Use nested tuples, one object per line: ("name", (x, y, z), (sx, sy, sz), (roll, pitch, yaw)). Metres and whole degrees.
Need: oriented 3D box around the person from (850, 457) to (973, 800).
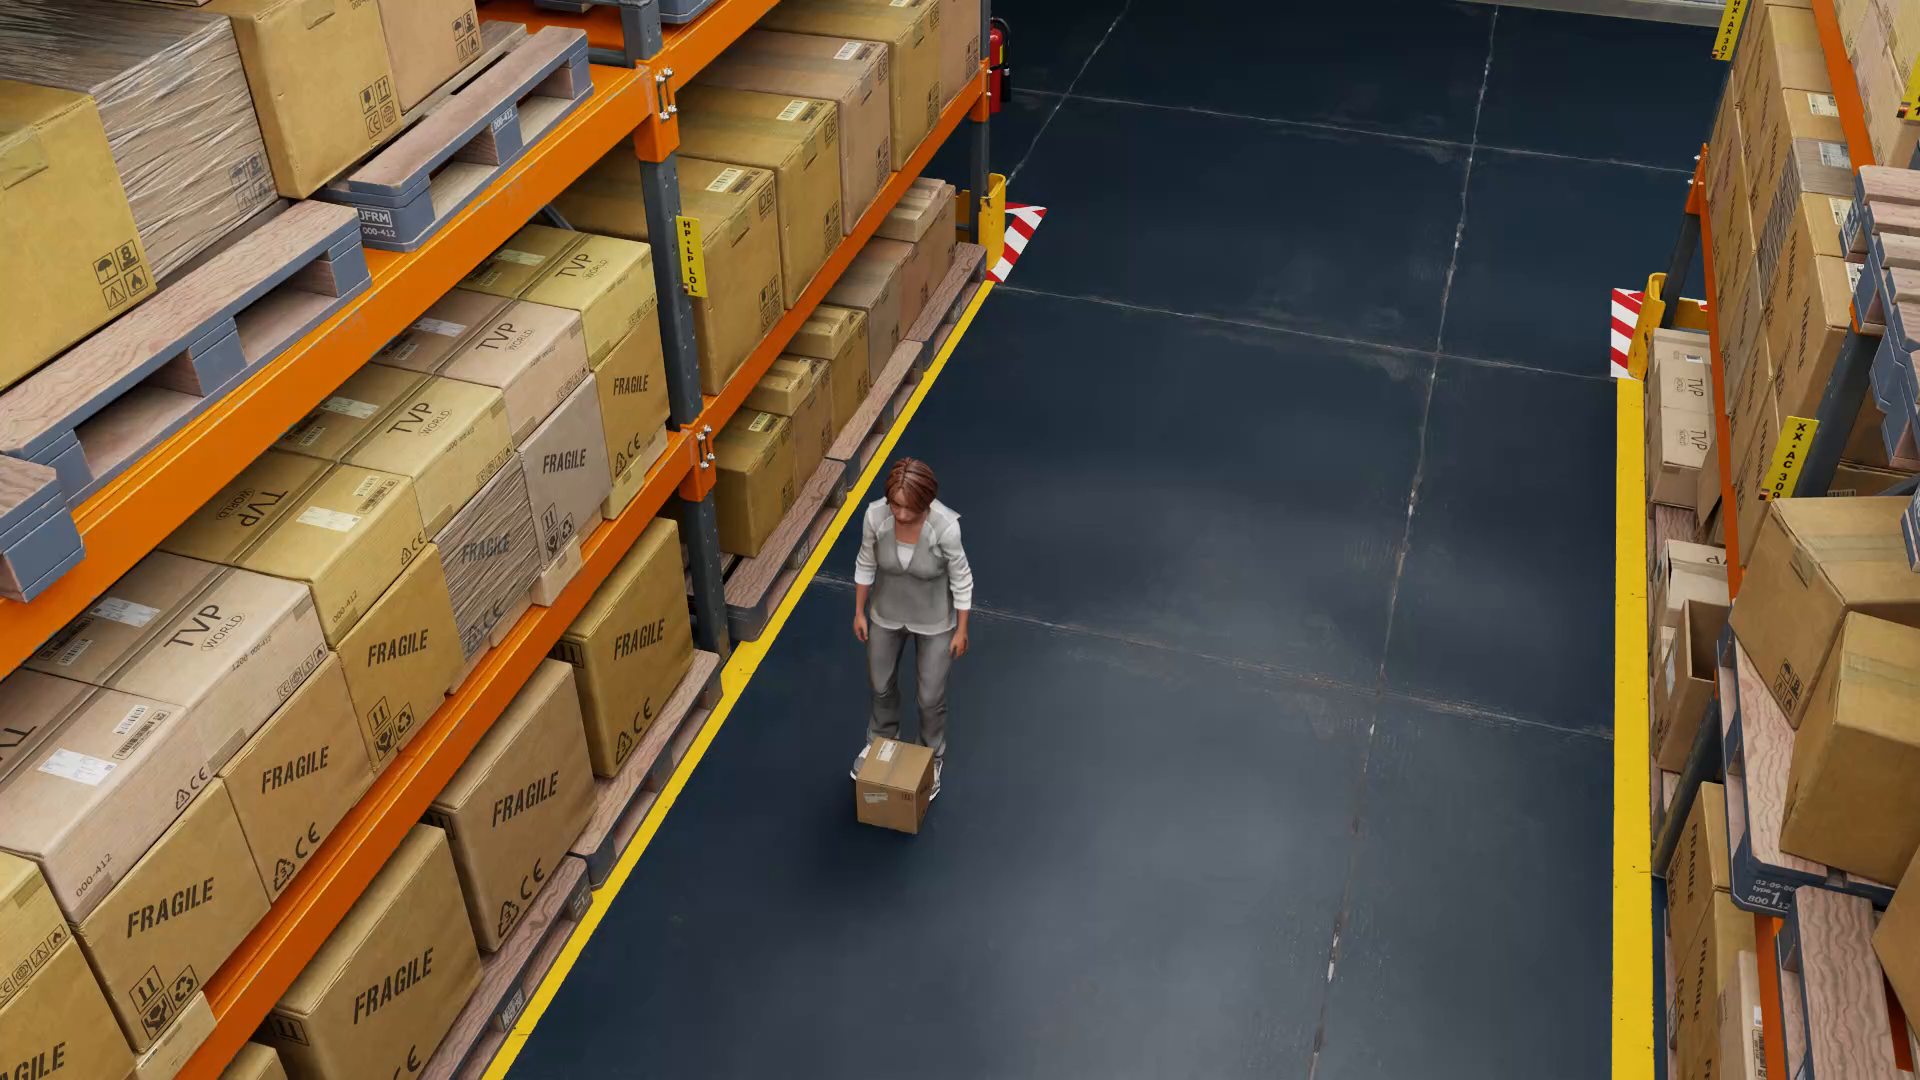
("person", (-0.195, 0.328, 6.470), (0.485, 1.594, 0.371), (9, 39, 12))
